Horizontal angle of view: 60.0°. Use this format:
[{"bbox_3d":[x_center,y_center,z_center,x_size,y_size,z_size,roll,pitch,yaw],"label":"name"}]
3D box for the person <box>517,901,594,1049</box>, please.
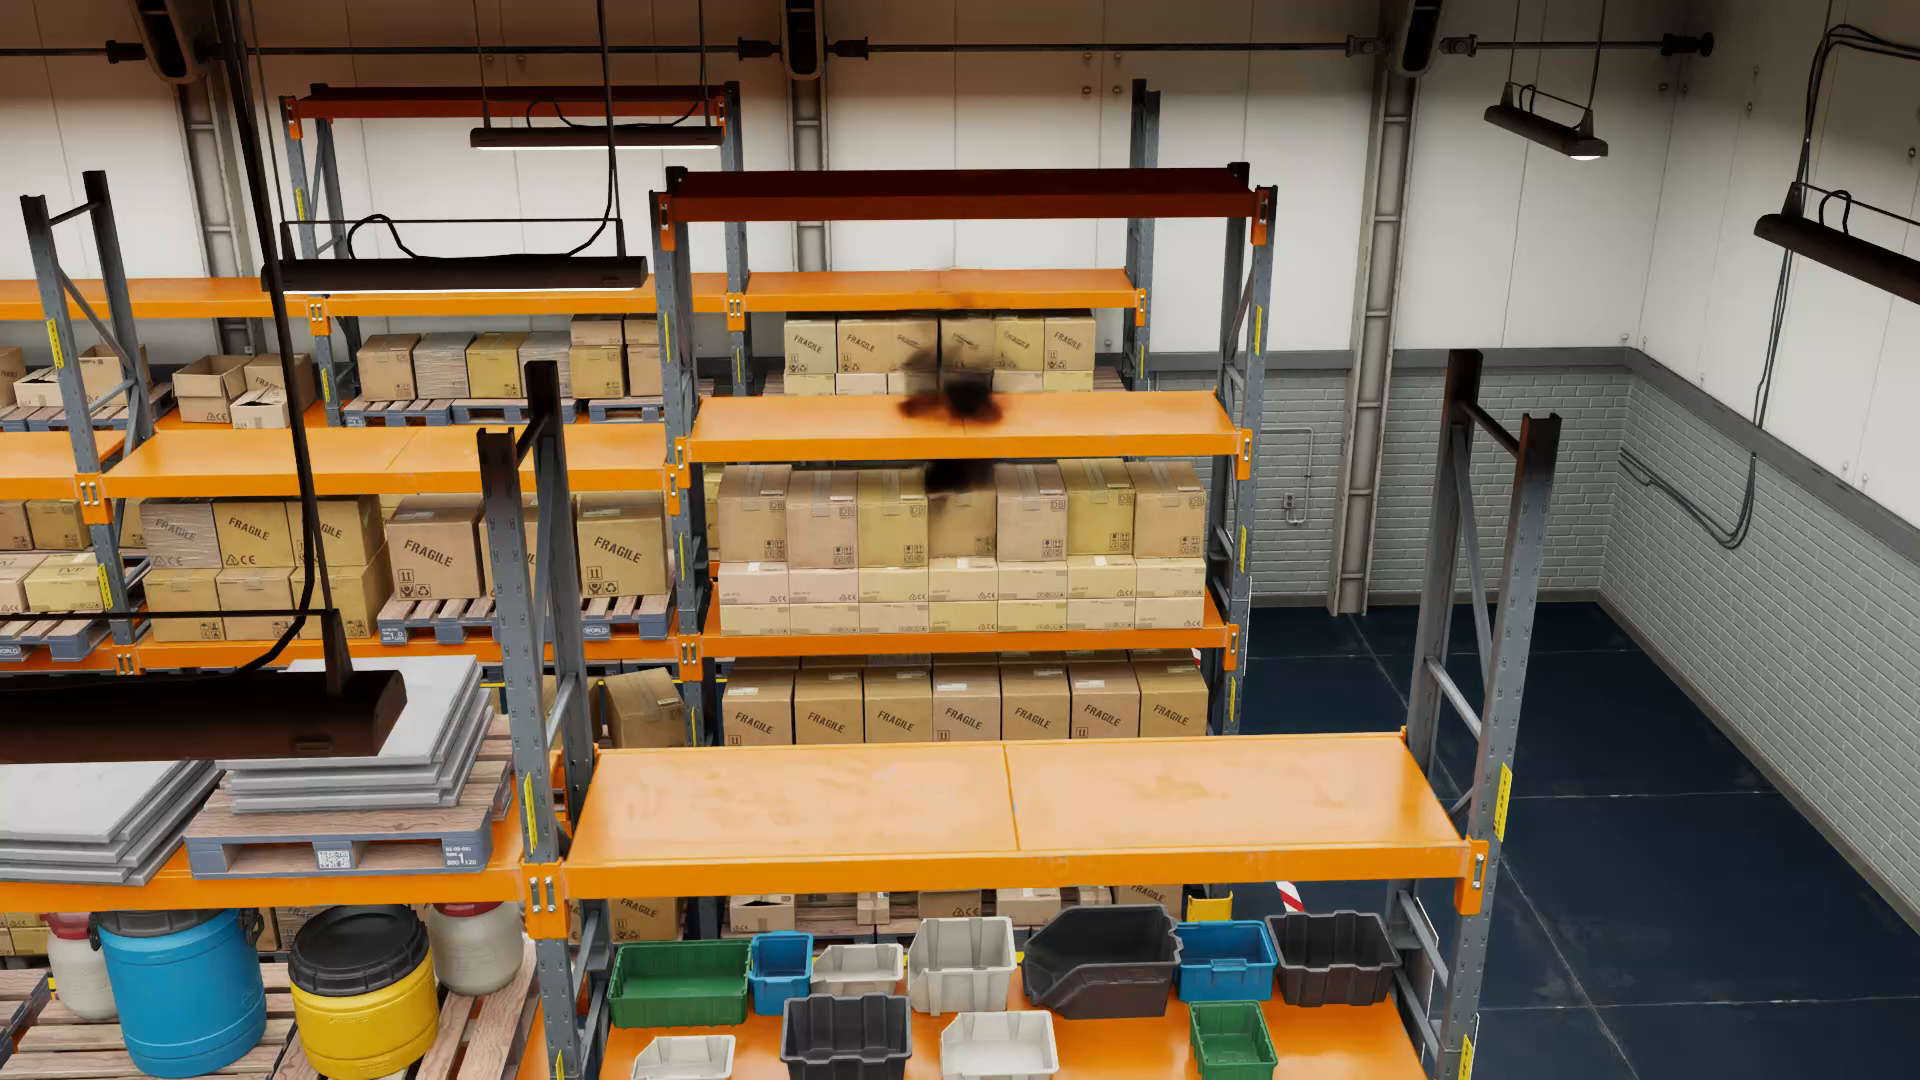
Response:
[{"bbox_3d":[-2.685,3.039,11.059,0.771,1.664,0.610,-5,23,-12],"label":"person"}]
